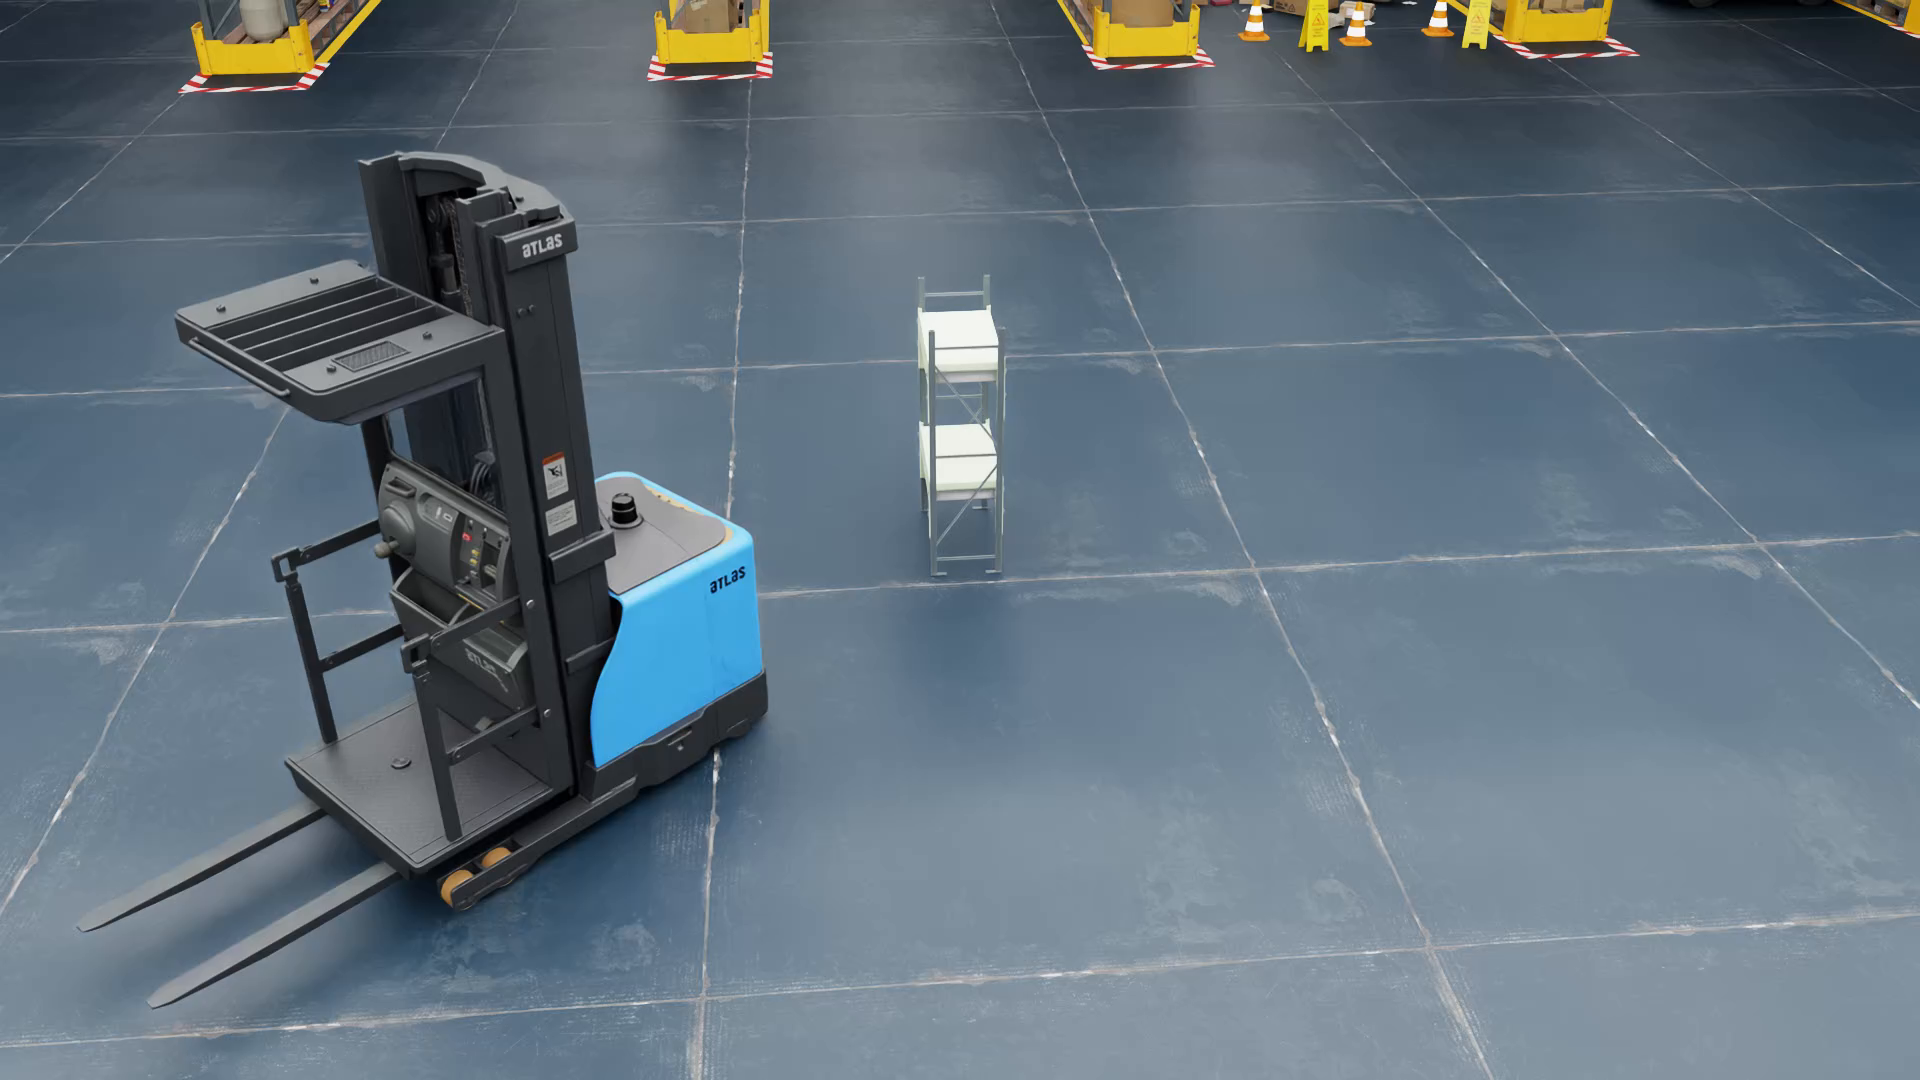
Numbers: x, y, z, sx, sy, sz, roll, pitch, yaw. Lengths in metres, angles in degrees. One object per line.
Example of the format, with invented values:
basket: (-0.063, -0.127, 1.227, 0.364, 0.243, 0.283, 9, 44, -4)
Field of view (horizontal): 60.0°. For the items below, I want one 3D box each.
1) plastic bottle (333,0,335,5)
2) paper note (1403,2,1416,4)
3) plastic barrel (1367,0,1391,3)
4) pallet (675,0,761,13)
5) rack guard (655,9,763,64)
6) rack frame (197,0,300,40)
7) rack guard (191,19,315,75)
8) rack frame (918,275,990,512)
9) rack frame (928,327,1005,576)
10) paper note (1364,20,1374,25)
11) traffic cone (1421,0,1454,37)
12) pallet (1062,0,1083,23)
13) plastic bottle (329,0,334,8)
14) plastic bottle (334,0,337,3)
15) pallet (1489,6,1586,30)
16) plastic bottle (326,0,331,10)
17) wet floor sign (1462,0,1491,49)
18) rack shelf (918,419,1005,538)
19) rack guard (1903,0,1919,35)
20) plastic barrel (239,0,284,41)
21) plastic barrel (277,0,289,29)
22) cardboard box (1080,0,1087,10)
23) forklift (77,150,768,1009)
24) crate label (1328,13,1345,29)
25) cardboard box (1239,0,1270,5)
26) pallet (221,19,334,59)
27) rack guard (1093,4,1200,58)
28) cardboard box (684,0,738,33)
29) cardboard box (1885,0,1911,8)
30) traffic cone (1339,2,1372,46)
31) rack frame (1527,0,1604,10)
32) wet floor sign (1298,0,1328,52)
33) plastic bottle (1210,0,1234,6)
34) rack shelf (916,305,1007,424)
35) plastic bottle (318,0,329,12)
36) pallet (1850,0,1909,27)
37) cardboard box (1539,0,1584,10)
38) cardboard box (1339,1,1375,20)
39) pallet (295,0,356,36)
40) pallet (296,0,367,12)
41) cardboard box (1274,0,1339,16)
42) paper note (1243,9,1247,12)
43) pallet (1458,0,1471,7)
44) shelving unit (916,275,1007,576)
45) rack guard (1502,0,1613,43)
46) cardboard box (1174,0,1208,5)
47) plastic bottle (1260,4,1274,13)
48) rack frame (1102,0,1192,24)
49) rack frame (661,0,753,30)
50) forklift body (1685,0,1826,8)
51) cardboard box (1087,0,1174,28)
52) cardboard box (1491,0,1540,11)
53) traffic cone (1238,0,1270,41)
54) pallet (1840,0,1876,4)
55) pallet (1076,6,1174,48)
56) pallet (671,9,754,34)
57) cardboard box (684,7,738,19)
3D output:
plastic bottle: (-7.646, -6.623, 20.144, 0.097, 0.271, 0.097, 0, 31, 0)
paper note: (5.735, -6.848, 21.185, 0.142, 0.019, 0.148, -14, 33, -22)
plastic barrel: (5.343, -7.078, 21.186, 0.512, 0.421, 0.421, 20, 36, 29)
pallet: (-2.982, -6.606, 20.604, 1.003, 0.211, 1.213, -3, 31, -5)
rack guard: (-2.831, -5.692, 18.793, 1.175, 0.500, 0.348, -3, 31, -5)
rack frame: (-7.755, -6.490, 17.690, 1.000, 3.000, 0.127, -3, 31, -5)
rack guard: (-7.809, -5.453, 18.392, 1.175, 0.500, 0.348, -3, 31, -5)
rack frame: (-0.034, -0.827, 9.673, 0.400, 1.500, 0.023, -3, 31, -5)
rack frame: (0.035, -0.454, 9.047, 0.400, 1.500, 0.023, -3, 31, -5)
paper note: (4.973, -6.314, 20.291, 0.148, 0.019, 0.142, -14, 33, -22)
traffic cone: (5.719, -6.270, 19.796, 0.336, 0.463, 0.334, -3, 31, -5)
pallet: (1.861, -6.742, 20.831, 1.003, 0.211, 1.213, -3, 31, -5)
plastic bottle: (-7.617, -6.569, 20.043, 0.061, 0.283, 0.133, -2, 31, -4)
plastic bottle: (-7.655, -6.674, 20.230, 0.097, 0.271, 0.097, 0, 31, 0)
pallet: (6.995, -6.460, 20.359, 1.003, 0.211, 1.213, -3, 31, -5)
plastic bottle: (-7.624, -6.471, 19.957, 0.097, 0.201, 0.097, 0, 31, 0)
wet floor sign: (5.996, -6.043, 19.237, 0.267, 0.644, 0.232, 8, 32, 13)
rack shelf: (0.001, -0.361, 9.527, 0.431, 0.370, 0.720, -3, 31, -5)
rack guard: (11.987, -6.356, 19.903, 1.175, 0.500, 0.348, -3, 31, -5)
plastic barrel: (-7.892, -5.934, 18.776, 0.421, 0.512, 0.421, 0, 31, 0)
plastic barrel: (-7.939, -6.190, 19.205, 0.421, 0.512, 0.421, 0, 31, 0)
cardboard box: (1.911, -6.973, 20.162, 0.875, 0.875, 0.875, -3, 31, -5)
forklift: (-2.307, 0.026, 6.848, 1.130, 2.935, 3.031, 25, 39, 35)
crate label: (4.510, -6.302, 20.167, 0.250, 0.136, 0.298, -20, 36, -30)
cardboard box: (3.745, -6.992, 21.197, 0.396, 0.266, 0.258, 2, 31, 4)
pallet: (-7.879, -5.744, 19.161, 1.003, 0.211, 1.213, -3, 31, -5)
rack guard: (2.127, -5.827, 19.019, 1.175, 0.500, 0.348, -3, 31, -5)
cardboard box: (-2.865, -6.154, 19.155, 0.500, 0.500, 0.500, 3, 31, 5)
cardboard box: (11.626, -6.666, 20.257, 0.500, 0.250, 0.500, -3, 31, -4)
traffic cone: (4.645, -6.043, 19.417, 0.336, 0.463, 0.334, -3, 31, -5)
rack frame: (7.043, -7.202, 18.882, 1.000, 3.000, 0.127, -3, 31, -5)
wet floor sign: (4.098, -5.982, 19.136, 0.267, 0.644, 0.232, -8, 32, -13)
plastic bottle: (3.336, -6.843, 21.146, 0.283, 0.061, 0.133, -14, 33, -22)
rack shelf: (0.001, -0.976, 9.160, 0.431, 0.370, 0.720, -3, 31, -5)
plastic bottle: (-7.614, -6.448, 19.851, 0.097, 0.271, 0.097, 0, 31, 0)
pallet: (11.872, -6.633, 20.648, 1.003, 0.211, 1.213, -3, 31, -5)
cardboard box: (7.243, -6.627, 20.191, 0.500, 0.250, 0.500, -3, 31, -5)
cardboard box: (4.910, -6.550, 20.570, 0.380, 0.149, 0.250, 13, 33, 21)
pallet: (-7.990, -6.365, 20.201, 1.003, 0.211, 1.213, -3, 31, -5)
pallet: (-8.107, -6.990, 21.246, 1.003, 0.211, 1.213, -3, 31, -5)
cardboard box: (4.359, -6.905, 20.820, 0.637, 0.503, 0.797, 27, 40, 37)
paper note: (3.565, -6.647, 20.868, 0.032, 0.001, 0.123, 13, 33, 21)
pallet: (6.885, -7.081, 21.399, 1.003, 0.211, 1.213, -3, 31, -5)
shelving unit: (0.001, -0.640, 9.360, 0.431, 1.500, 0.755, -3, 31, -5)
rack guard: (7.036, -6.167, 19.588, 1.175, 0.500, 0.348, -3, 31, -5)
cardboard box: (2.917, -7.140, 21.213, 0.500, 0.500, 0.500, 2, 31, 4)
plastic bottle: (3.806, -6.677, 20.869, 0.133, 0.061, 0.283, -14, 33, -22)
rack frame: (2.124, -6.913, 18.398, 1.000, 3.000, 0.127, -3, 31, -5)
rack frame: (-2.823, -6.727, 18.087, 1.000, 3.000, 0.127, -3, 31, -5)
forklift body: (9.991, -7.958, 20.975, 2.313, 2.155, 1.214, -3, 31, -5)
cardboard box: (1.995, -6.524, 19.410, 0.875, 0.875, 0.875, -3, 31, -4)
cardboard box: (6.698, -6.614, 20.169, 0.500, 0.250, 0.500, -3, 31, -5)
traffic cone: (3.489, -6.163, 19.617, 0.336, 0.463, 0.334, -3, 31, -5)
pallet: (11.761, -7.254, 21.689, 1.003, 0.211, 1.213, -3, 31, -5)
pallet: (1.972, -6.120, 19.791, 1.003, 0.211, 1.213, -3, 31, -5)
pallet: (-2.871, -5.985, 19.564, 1.003, 0.211, 1.213, -3, 31, -5)
cardboard box: (-2.955, -6.457, 19.663, 0.500, 0.500, 0.500, 5, 31, 8)
